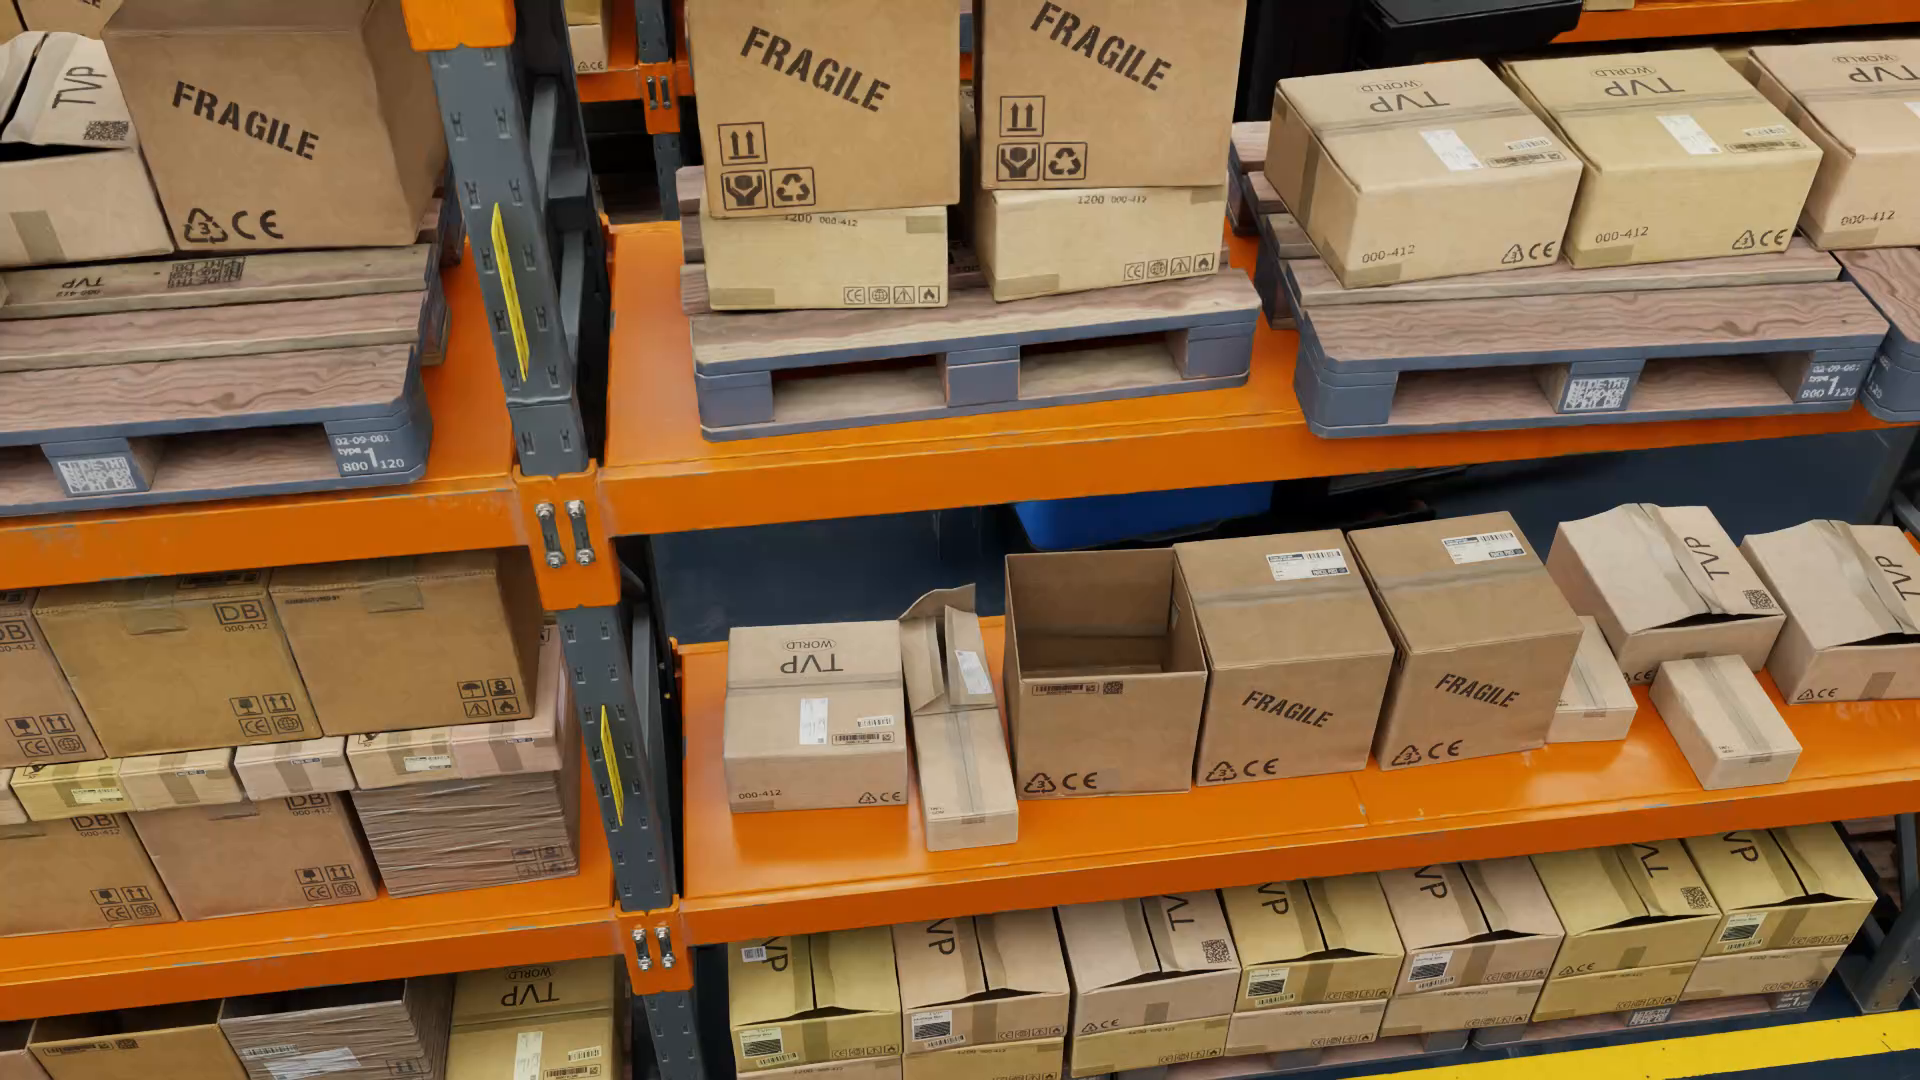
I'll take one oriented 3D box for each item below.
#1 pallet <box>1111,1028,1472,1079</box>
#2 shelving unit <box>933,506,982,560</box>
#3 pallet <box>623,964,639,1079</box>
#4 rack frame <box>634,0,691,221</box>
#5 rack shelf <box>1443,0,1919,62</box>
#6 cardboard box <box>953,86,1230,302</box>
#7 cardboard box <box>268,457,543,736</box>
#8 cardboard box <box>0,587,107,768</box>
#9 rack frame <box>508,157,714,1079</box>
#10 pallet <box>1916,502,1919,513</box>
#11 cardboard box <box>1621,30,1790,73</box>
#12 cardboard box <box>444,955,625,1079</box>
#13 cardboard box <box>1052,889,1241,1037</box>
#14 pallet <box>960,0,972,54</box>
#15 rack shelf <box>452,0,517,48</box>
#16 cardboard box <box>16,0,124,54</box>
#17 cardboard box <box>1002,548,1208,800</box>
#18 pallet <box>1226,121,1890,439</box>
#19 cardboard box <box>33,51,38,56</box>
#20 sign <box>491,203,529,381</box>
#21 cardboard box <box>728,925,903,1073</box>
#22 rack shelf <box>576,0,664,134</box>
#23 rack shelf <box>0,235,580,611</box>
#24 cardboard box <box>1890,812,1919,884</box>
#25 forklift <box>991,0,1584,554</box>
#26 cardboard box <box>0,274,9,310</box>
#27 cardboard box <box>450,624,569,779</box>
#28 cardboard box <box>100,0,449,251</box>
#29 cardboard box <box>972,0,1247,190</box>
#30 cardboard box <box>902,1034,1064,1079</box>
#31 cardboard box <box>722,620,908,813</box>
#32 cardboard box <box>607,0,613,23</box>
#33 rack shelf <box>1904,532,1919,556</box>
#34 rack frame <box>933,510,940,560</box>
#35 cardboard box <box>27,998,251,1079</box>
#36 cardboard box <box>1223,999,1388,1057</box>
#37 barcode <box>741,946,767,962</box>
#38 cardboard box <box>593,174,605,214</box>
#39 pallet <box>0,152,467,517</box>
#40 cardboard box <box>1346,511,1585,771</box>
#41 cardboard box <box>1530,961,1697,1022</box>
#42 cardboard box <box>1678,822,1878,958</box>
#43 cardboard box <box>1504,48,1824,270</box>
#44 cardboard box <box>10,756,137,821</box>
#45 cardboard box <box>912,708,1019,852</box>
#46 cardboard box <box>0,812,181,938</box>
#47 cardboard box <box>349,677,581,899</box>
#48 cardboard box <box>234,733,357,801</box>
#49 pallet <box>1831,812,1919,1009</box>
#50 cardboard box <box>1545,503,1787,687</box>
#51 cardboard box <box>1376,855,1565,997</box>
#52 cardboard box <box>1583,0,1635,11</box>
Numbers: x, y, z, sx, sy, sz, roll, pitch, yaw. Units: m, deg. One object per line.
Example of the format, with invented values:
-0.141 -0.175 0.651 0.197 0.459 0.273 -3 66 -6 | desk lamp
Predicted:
1.044 1.355 5.805 1.213 0.211 1.003 -5 42 -6 | pallet
-0.014 -0.444 7.062 0.189 1.200 0.258 -5 42 -6 | shelving unit
-1.688 1.594 5.540 1.213 0.211 1.003 -5 42 -6 | pallet
-1.540 -2.772 8.299 0.127 3.000 1.000 -5 42 -6 | rack frame
4.409 -3.026 9.117 4.000 0.370 1.077 -5 42 -6 | rack shelf
0.262 -0.793 3.664 0.500 0.250 0.500 -9 43 -10 | cardboard box
-1.333 0.041 4.136 0.500 0.500 0.700 -5 42 -5 | cardboard box
-2.331 0.129 4.039 0.500 0.500 0.700 -5 42 -6 | cardboard box
-0.894 0.518 4.652 0.127 3.000 1.000 -5 42 -6 | rack frame
3.735 0.136 5.218 1.003 0.211 1.213 -5 42 -6 | pallet
4.042 -2.526 9.317 0.750 0.750 0.750 -5 42 -6 | cardboard box
-1.325 1.568 5.227 0.500 0.250 0.500 -5 42 -6 | cardboard box
0.558 1.218 5.196 0.500 0.311 0.500 -6 42 -7 | cardboard box
0.469 -2.849 8.527 1.213 0.211 1.003 -5 42 -6 | pallet
1.089 -1.468 3.210 4.000 0.370 1.077 -5 42 -6 | rack shelf
-3.989 -2.574 7.616 0.500 0.500 0.500 -6 42 -7 | cardboard box
0.392 0.379 4.731 0.500 0.500 0.500 -2 42 -2 | cardboard box
1.302 -0.656 3.854 1.213 0.211 1.003 -3 42 -4 | pallet
-4.468 -2.262 7.831 0.500 0.250 0.500 -6 42 -7 | cardboard box
-0.821 -0.449 3.039 0.005 0.325 0.100 -5 42 -6 | sign
-0.452 1.304 5.101 0.500 0.311 0.500 -5 42 -5 | cardboard box
-3.523 -2.331 8.347 4.000 0.370 1.077 -5 42 -6 | rack shelf
-2.877 -0.155 3.695 4.000 0.370 1.077 -5 42 -6 | rack shelf
3.561 1.085 5.560 0.500 0.500 0.500 -3 42 -4 | cardboard box
1.625 -1.401 6.830 3.031 2.935 1.130 -11 43 -12 | forklift
-2.055 -0.425 3.226 0.250 0.149 0.380 -5 42 -6 | cardboard box
-1.136 0.405 4.217 0.250 0.149 0.380 -5 42 -6 | cardboard box
-1.428 -0.973 3.572 0.500 0.500 0.500 -2 42 -2 | cardboard box
0.284 -1.067 3.408 0.500 0.500 0.500 -1 42 -1 | cardboard box
0.045 1.469 5.337 0.500 0.250 0.500 -4 42 -4 | cardboard box
-0.412 0.502 4.782 0.500 0.250 0.500 -3 42 -3 | cardboard box
-2.034 -2.825 8.455 0.500 0.250 0.500 -5 42 -5 | cardboard box
5.055 0.264 5.470 4.000 0.370 1.077 -5 42 -6 | rack shelf
-0.105 -0.436 7.053 0.006 1.200 0.240 -5 42 -6 | rack frame
-2.318 1.371 4.885 0.500 0.500 0.500 -5 42 -6 | cardboard box
1.063 1.378 5.437 0.500 0.250 0.500 -4 42 -5 | cardboard box
-0.587 1.180 4.738 0.075 0.075 0.001 -5 42 -6 | barcode
-2.067 -1.817 9.027 0.250 0.166 0.380 -10 43 -11 | cardboard box
-1.736 -0.472 3.576 1.213 0.211 1.003 -5 42 -6 | pallet
1.411 0.290 4.830 0.500 0.500 0.500 -7 43 -8 | cardboard box
2.072 1.290 5.535 0.500 0.250 0.500 -5 42 -6 | cardboard box
2.585 1.036 5.398 0.500 0.311 0.500 -4 42 -4 | cardboard box
1.544 -0.867 3.746 0.500 0.250 0.500 -6 42 -6 | cardboard box
-2.145 0.493 4.120 0.250 0.149 0.380 -5 42 -6 | cardboard box
0.011 0.670 4.671 0.250 0.149 0.380 -5 42 -6 | cardboard box
-2.353 0.614 4.470 0.500 0.500 0.700 -4 42 -5 | cardboard box
-1.333 0.523 4.571 0.500 0.500 0.700 -6 42 -7 | cardboard box
-1.641 0.450 4.168 0.250 0.149 0.380 -6 42 -7 | cardboard box
3.817 1.166 6.015 1.213 0.211 1.003 -5 42 -6 | pallet
2.160 0.152 5.123 0.500 0.311 0.500 -5 42 -6 | cardboard box
1.569 1.128 5.296 0.500 0.311 0.500 -5 42 -6 | cardboard box
3.308 -2.891 8.604 0.250 0.149 0.380 -4 42 -4 | cardboard box
